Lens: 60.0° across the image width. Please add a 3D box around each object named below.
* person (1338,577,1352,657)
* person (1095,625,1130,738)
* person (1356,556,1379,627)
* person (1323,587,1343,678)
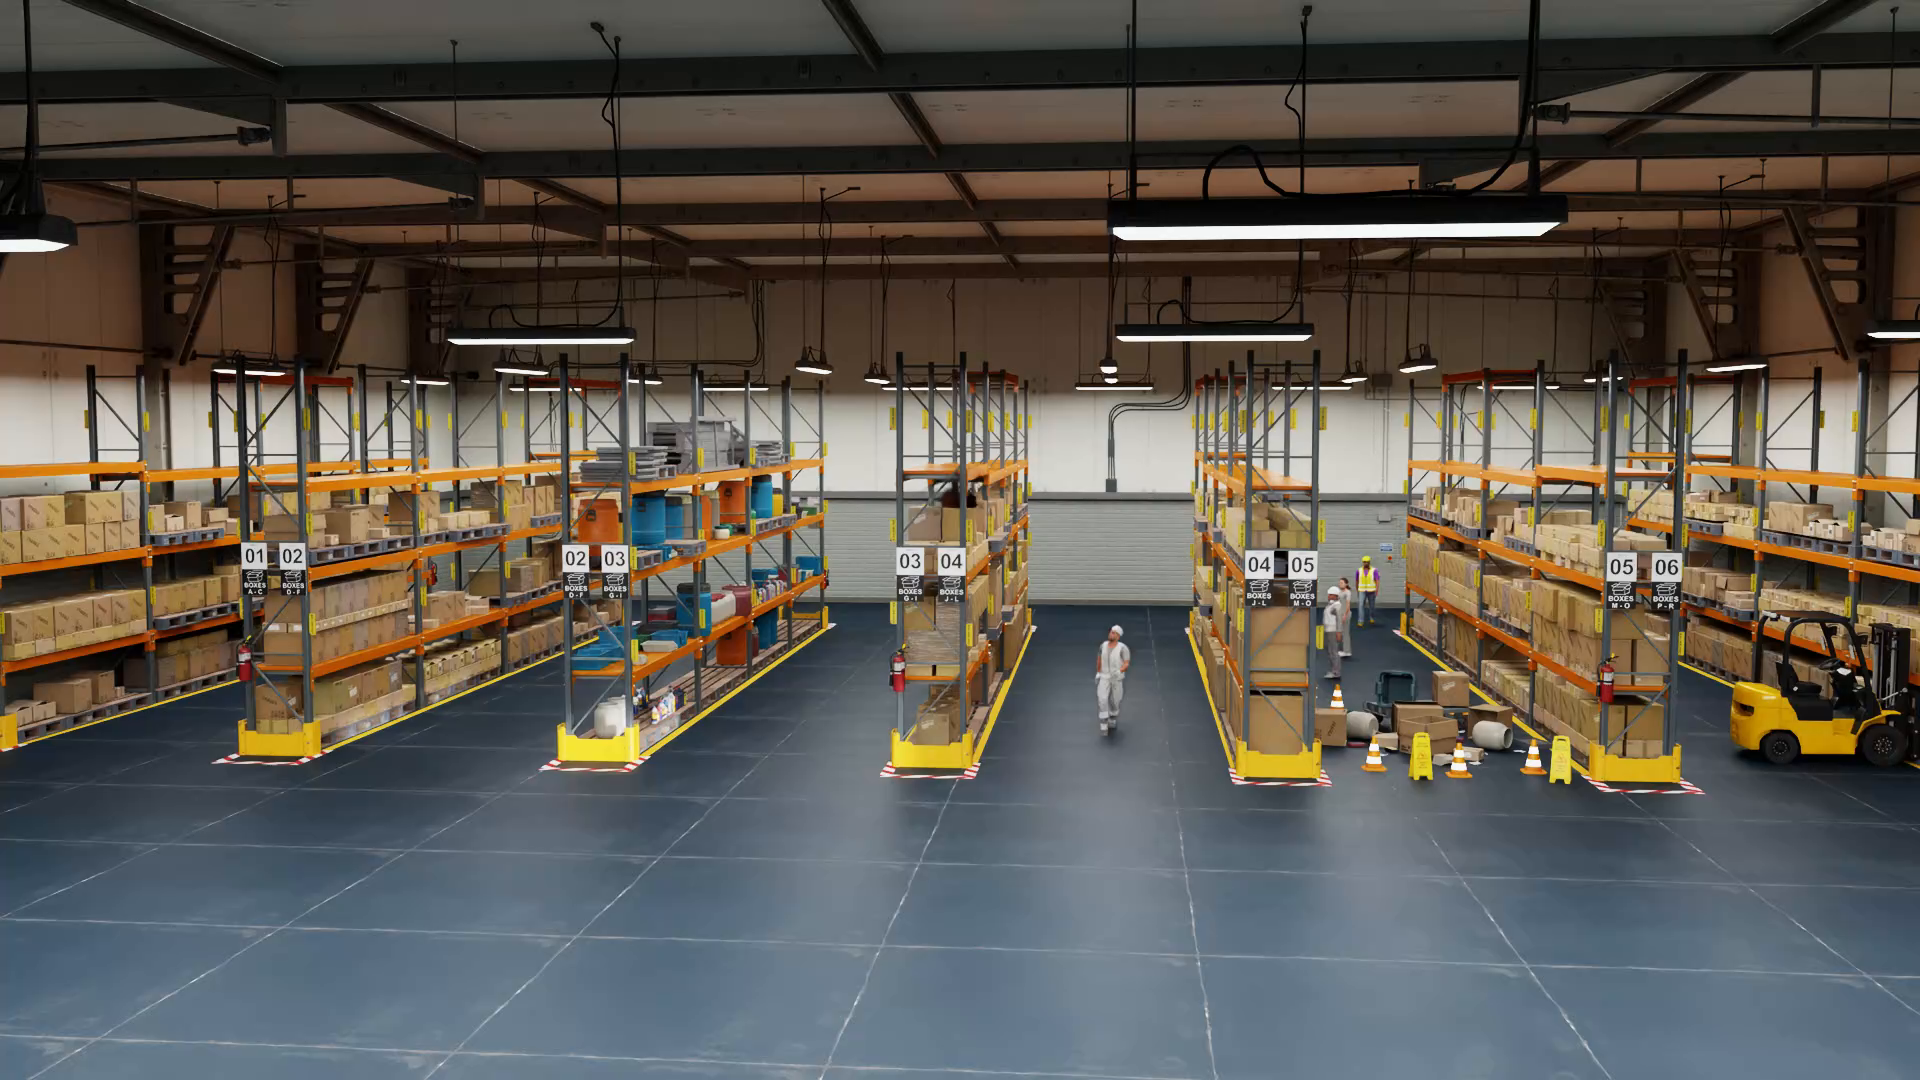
[{"bbox_3d":[8.195,1.638,35.513,0.328,1.674,0.471,0,4,0],"label":"person"},{"bbox_3d":[2.442,2.277,26.697,0.567,1.801,0.886,1,4,9],"label":"person"},{"bbox_3d":[9.915,1.253,40.510,0.591,1.722,1.058,2,4,21],"label":"person"},{"bbox_3d":[7.295,1.801,32.574,0.376,1.776,0.598,1,4,11],"label":"person"}]
